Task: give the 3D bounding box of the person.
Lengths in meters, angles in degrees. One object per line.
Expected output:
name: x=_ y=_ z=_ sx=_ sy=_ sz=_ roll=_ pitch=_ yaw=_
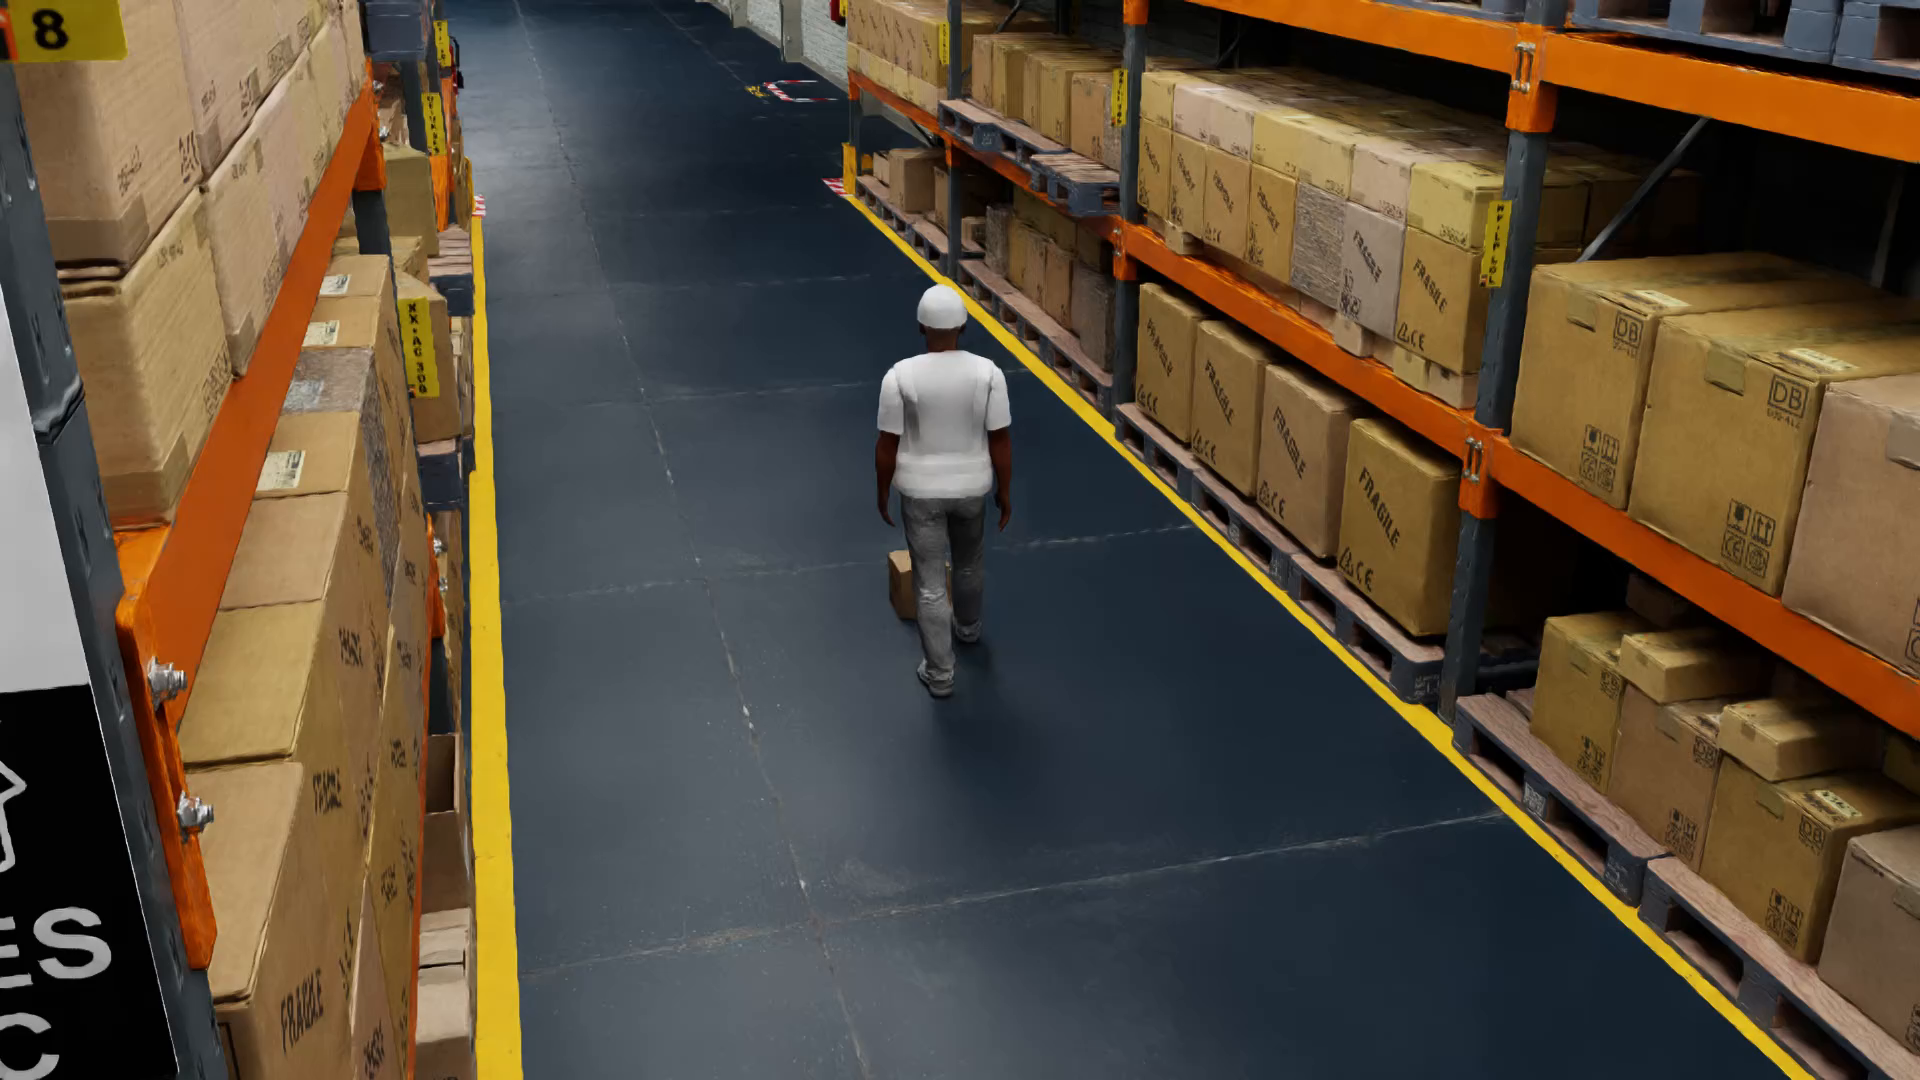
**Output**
person: x=-0.100 y=-0.272 z=7.190 sx=0.567 sy=1.747 sz=0.792 roll=-5 pitch=23 yaw=-12
